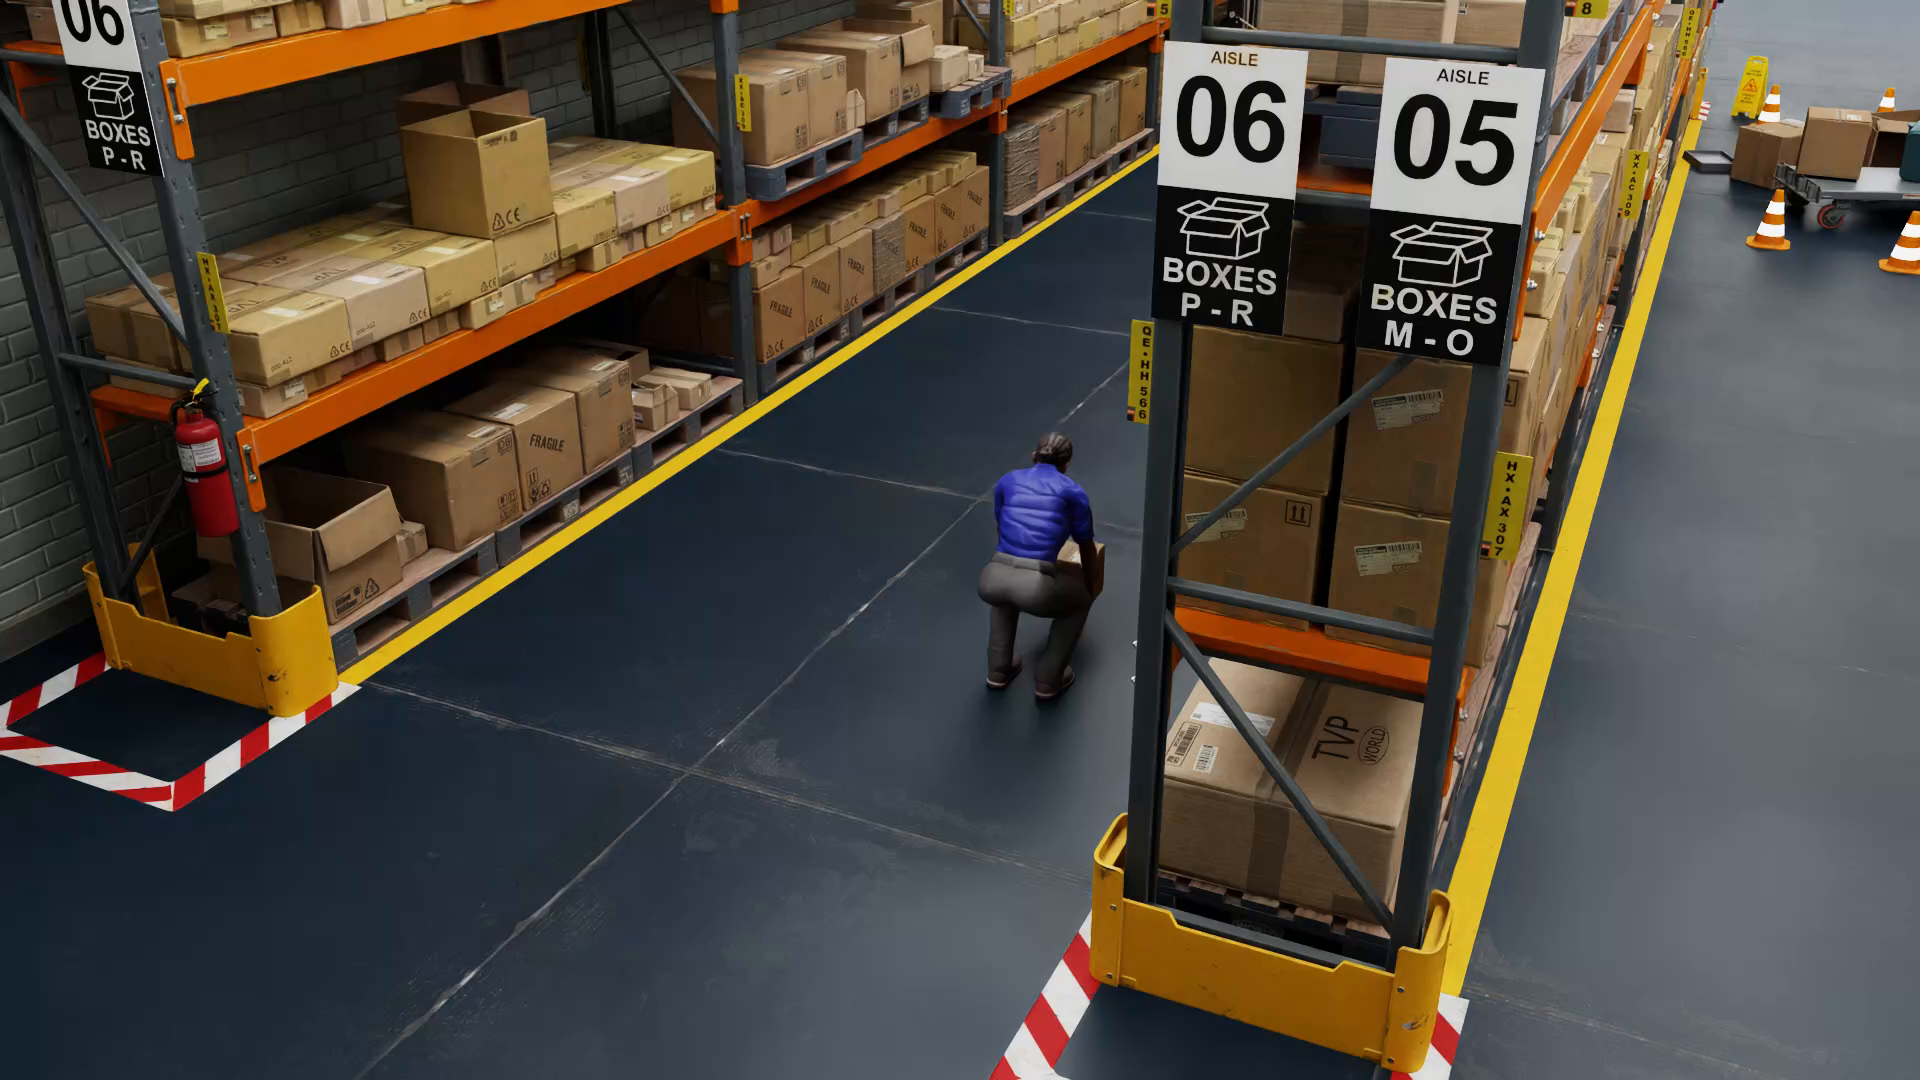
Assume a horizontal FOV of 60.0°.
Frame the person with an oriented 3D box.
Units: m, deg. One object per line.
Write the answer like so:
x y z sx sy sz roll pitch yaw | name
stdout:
0.329 0.127 7.512 0.499 1.089 0.747 12 29 23 | person
